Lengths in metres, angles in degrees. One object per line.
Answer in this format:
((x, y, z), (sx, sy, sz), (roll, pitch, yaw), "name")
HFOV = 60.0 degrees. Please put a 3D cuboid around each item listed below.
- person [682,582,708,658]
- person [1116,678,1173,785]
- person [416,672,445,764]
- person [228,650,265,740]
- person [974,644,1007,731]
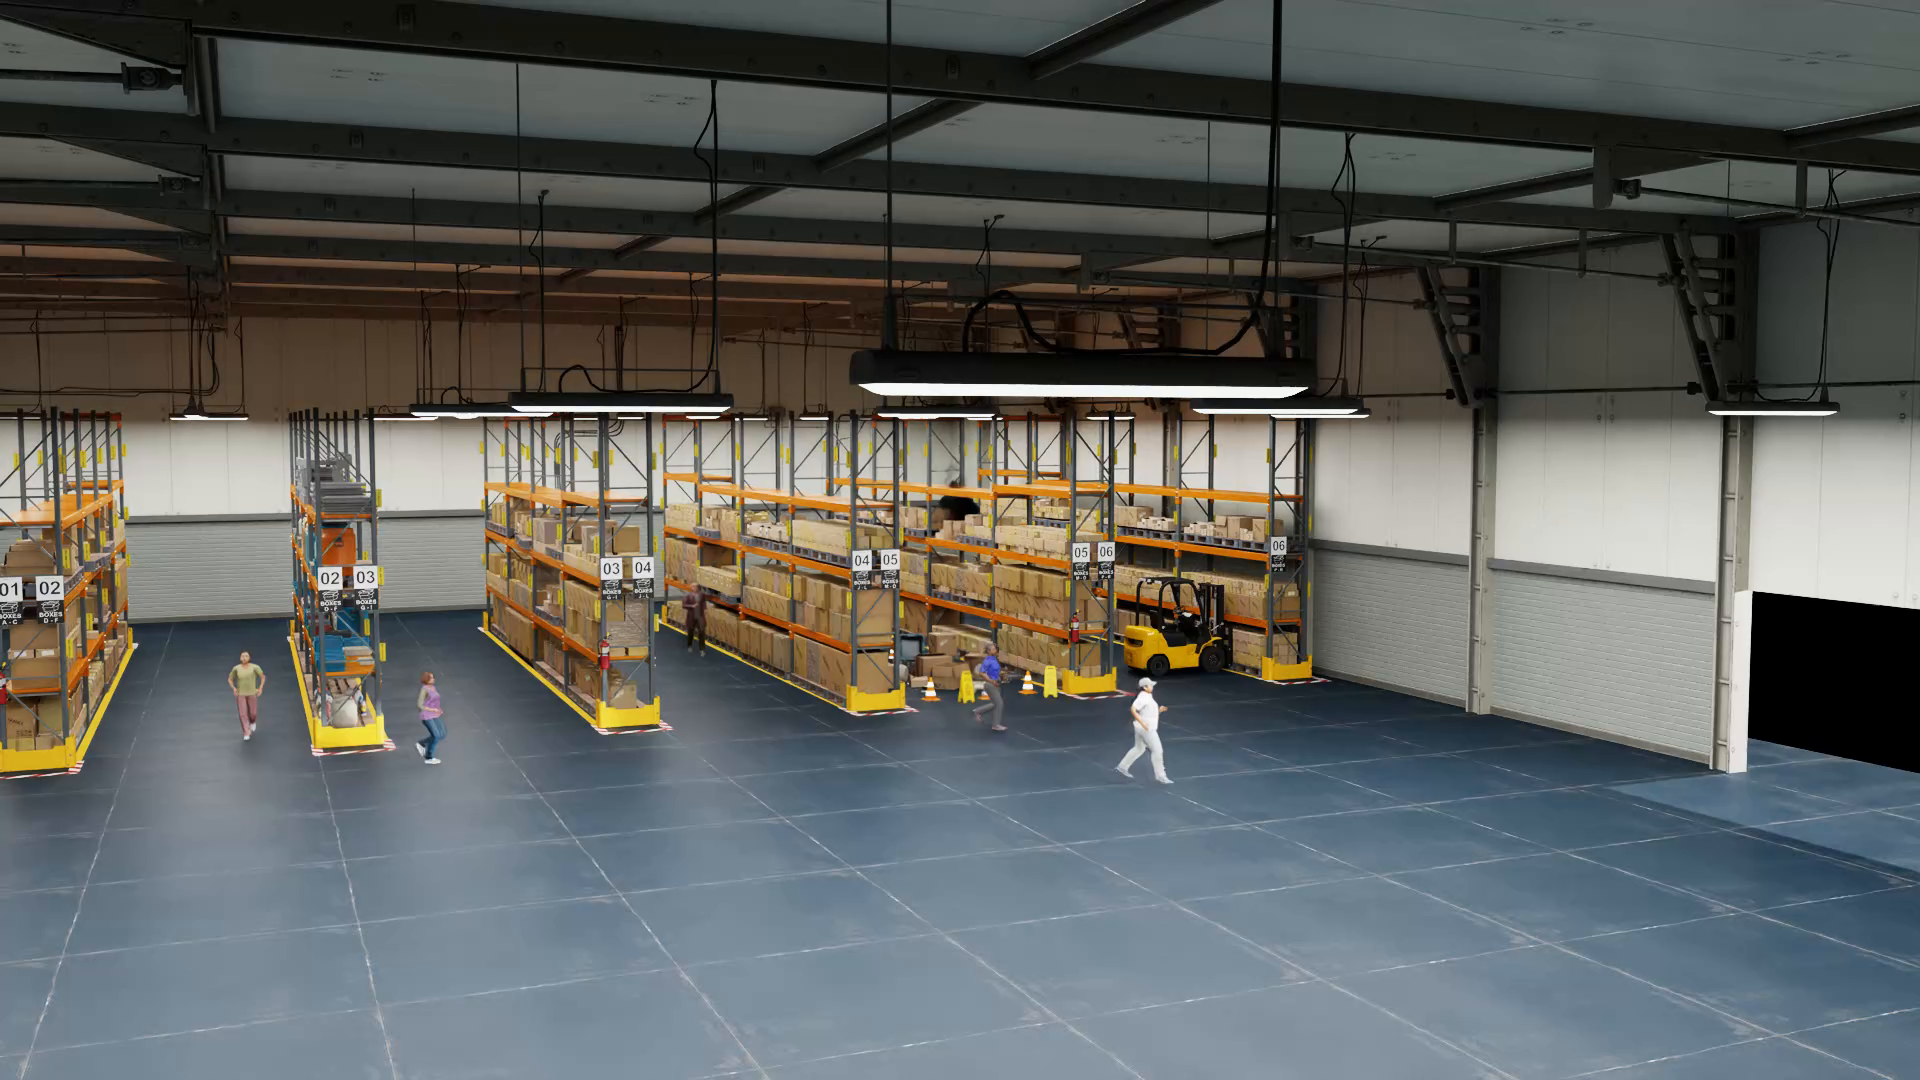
((-6.536, 1.947, 41.010), (0.678, 1.829, 0.923), (-2, 4, -24), "person")
((2.941, 3.026, 26.427), (0.895, 1.689, 0.594), (0, 4, 1), "person")
((-8.919, 2.988, 27.960), (0.560, 1.550, 0.532), (1, 4, 8), "person")
((-12.941, 2.794, 30.173), (0.624, 1.623, 0.596), (-2, 4, -21), "person")
((0.563, 2.741, 31.074), (0.658, 1.607, 0.579), (1, 4, 20), "person")
